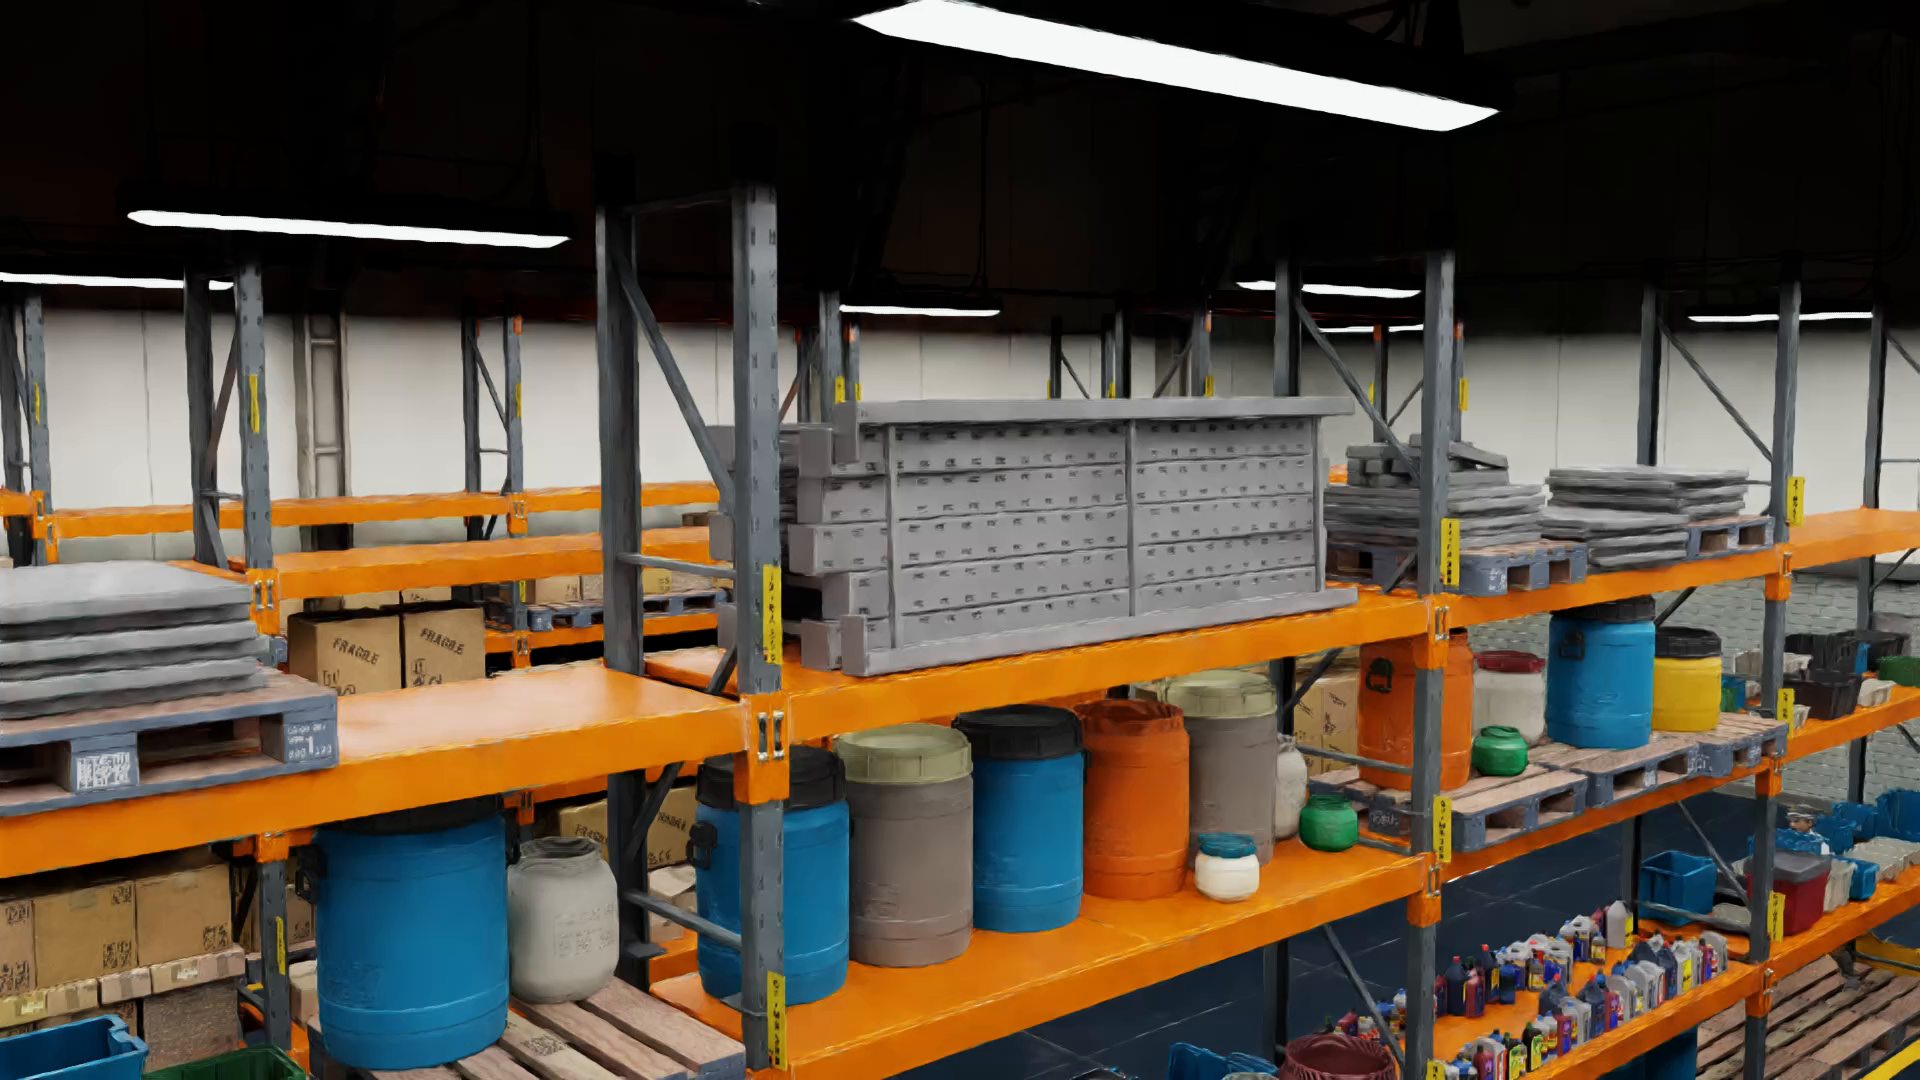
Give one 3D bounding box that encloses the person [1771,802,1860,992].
[{"bbox_3d":[6.964,2.945,13.631,0.942,1.636,0.518,-2,6,-19],"label":"person"}]
